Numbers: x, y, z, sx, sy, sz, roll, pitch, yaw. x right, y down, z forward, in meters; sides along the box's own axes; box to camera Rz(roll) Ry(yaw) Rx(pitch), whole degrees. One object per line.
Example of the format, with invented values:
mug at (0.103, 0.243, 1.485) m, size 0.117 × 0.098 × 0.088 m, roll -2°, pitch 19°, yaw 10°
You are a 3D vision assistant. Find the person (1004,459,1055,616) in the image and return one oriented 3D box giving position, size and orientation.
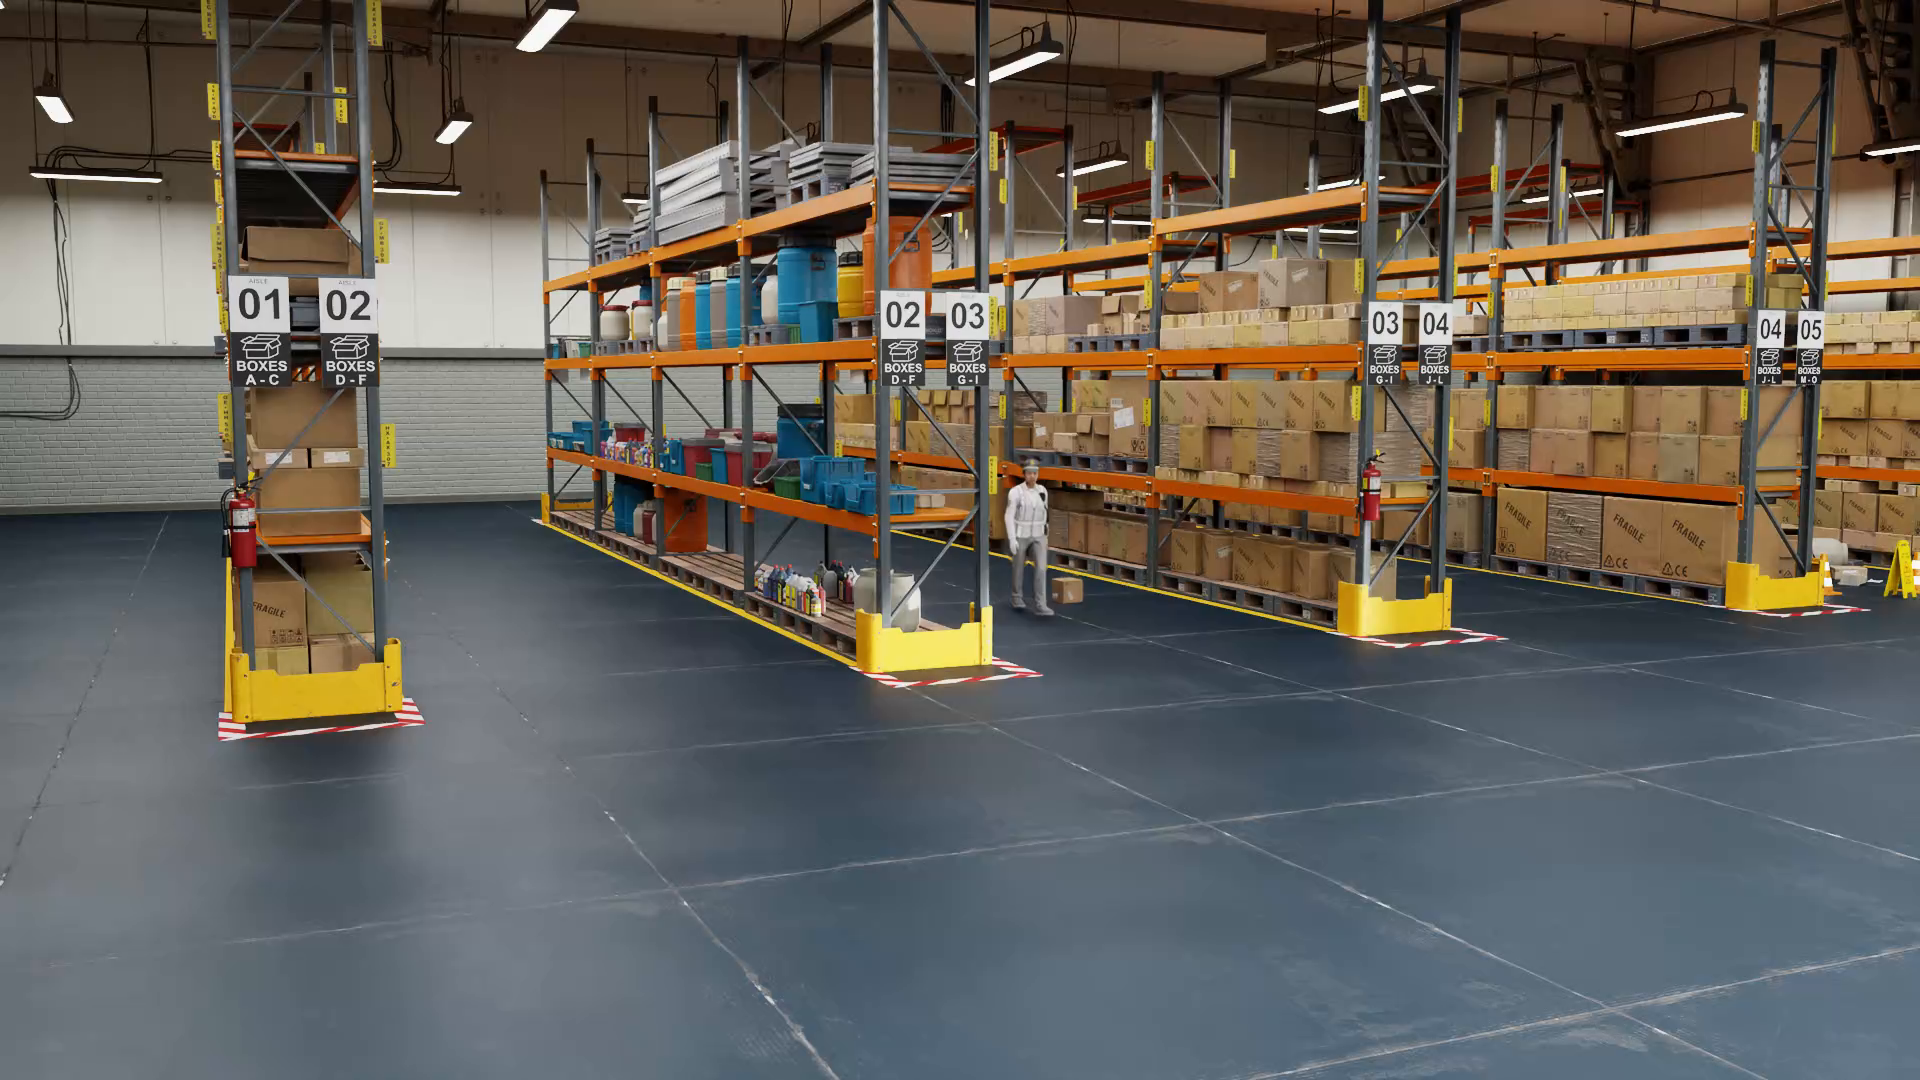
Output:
person at (0.710, -0.042, 17.319) m, size 0.515 × 1.612 × 1.020 m, roll -1°, pitch 6°, yaw -11°
